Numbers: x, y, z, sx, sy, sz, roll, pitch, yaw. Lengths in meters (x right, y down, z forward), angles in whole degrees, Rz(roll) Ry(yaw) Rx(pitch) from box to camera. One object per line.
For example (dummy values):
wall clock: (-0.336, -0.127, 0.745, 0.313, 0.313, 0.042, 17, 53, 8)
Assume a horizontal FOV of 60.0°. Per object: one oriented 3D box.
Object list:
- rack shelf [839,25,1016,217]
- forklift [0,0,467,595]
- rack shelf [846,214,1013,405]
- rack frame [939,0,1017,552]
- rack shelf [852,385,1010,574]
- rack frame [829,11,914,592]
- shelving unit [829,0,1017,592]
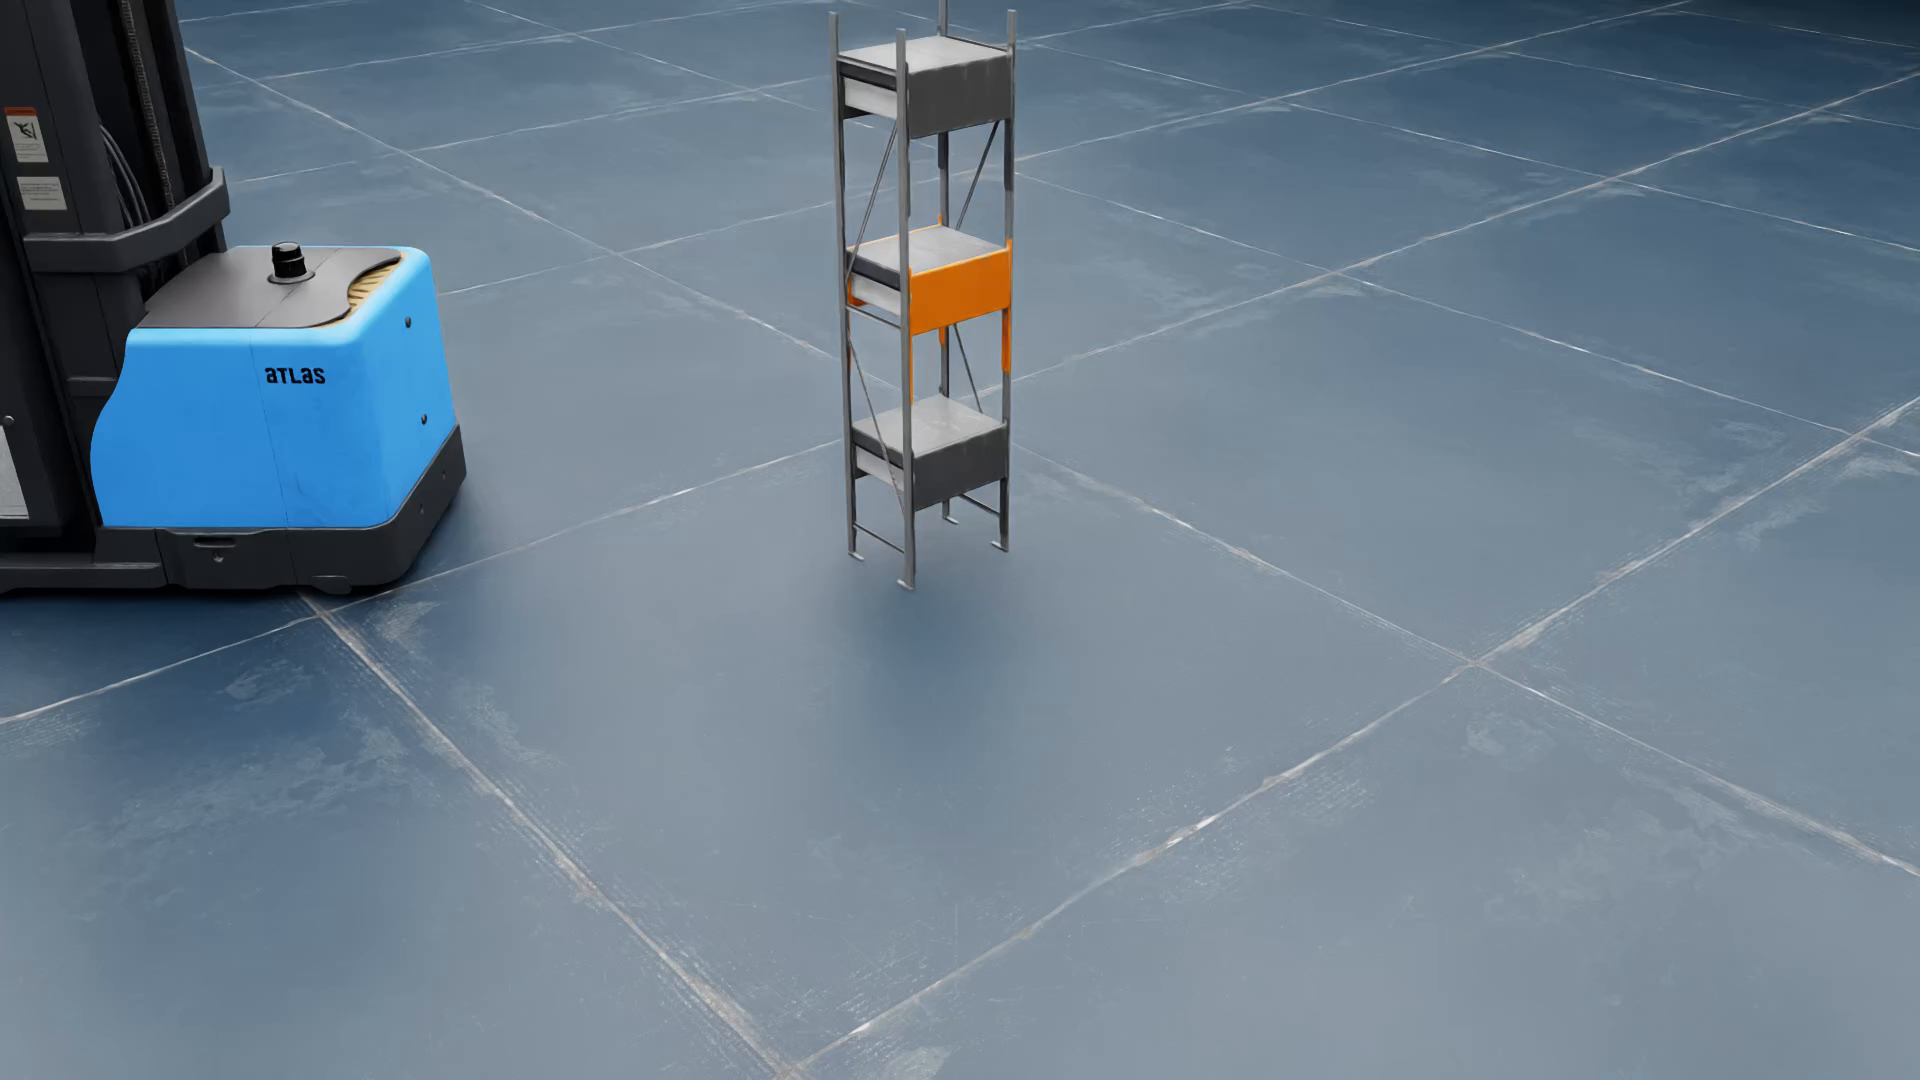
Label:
rack shelf: (-0.126, -1.481, 5.837, 0.480, 0.518, 0.431, -22, 35, -35)
forklift: (-3.630, -1.312, 6.096, 3.031, 2.935, 1.130, 0, 28, 1)
rack shelf: (-0.126, -0.863, 6.167, 0.480, 0.518, 0.431, -22, 35, -35)
rack frame: (0.060, -0.950, 6.300, 0.015, 2.100, 0.400, -22, 35, -35)
rack shelf: (-0.126, -0.246, 6.497, 0.480, 0.518, 0.431, -22, 35, -35)
rack frame: (-0.312, -0.801, 6.021, 0.015, 2.100, 0.400, -22, 35, -35)
shelving unit: (-0.126, -0.875, 6.160, 0.503, 2.100, 0.431, -22, 35, -35)
